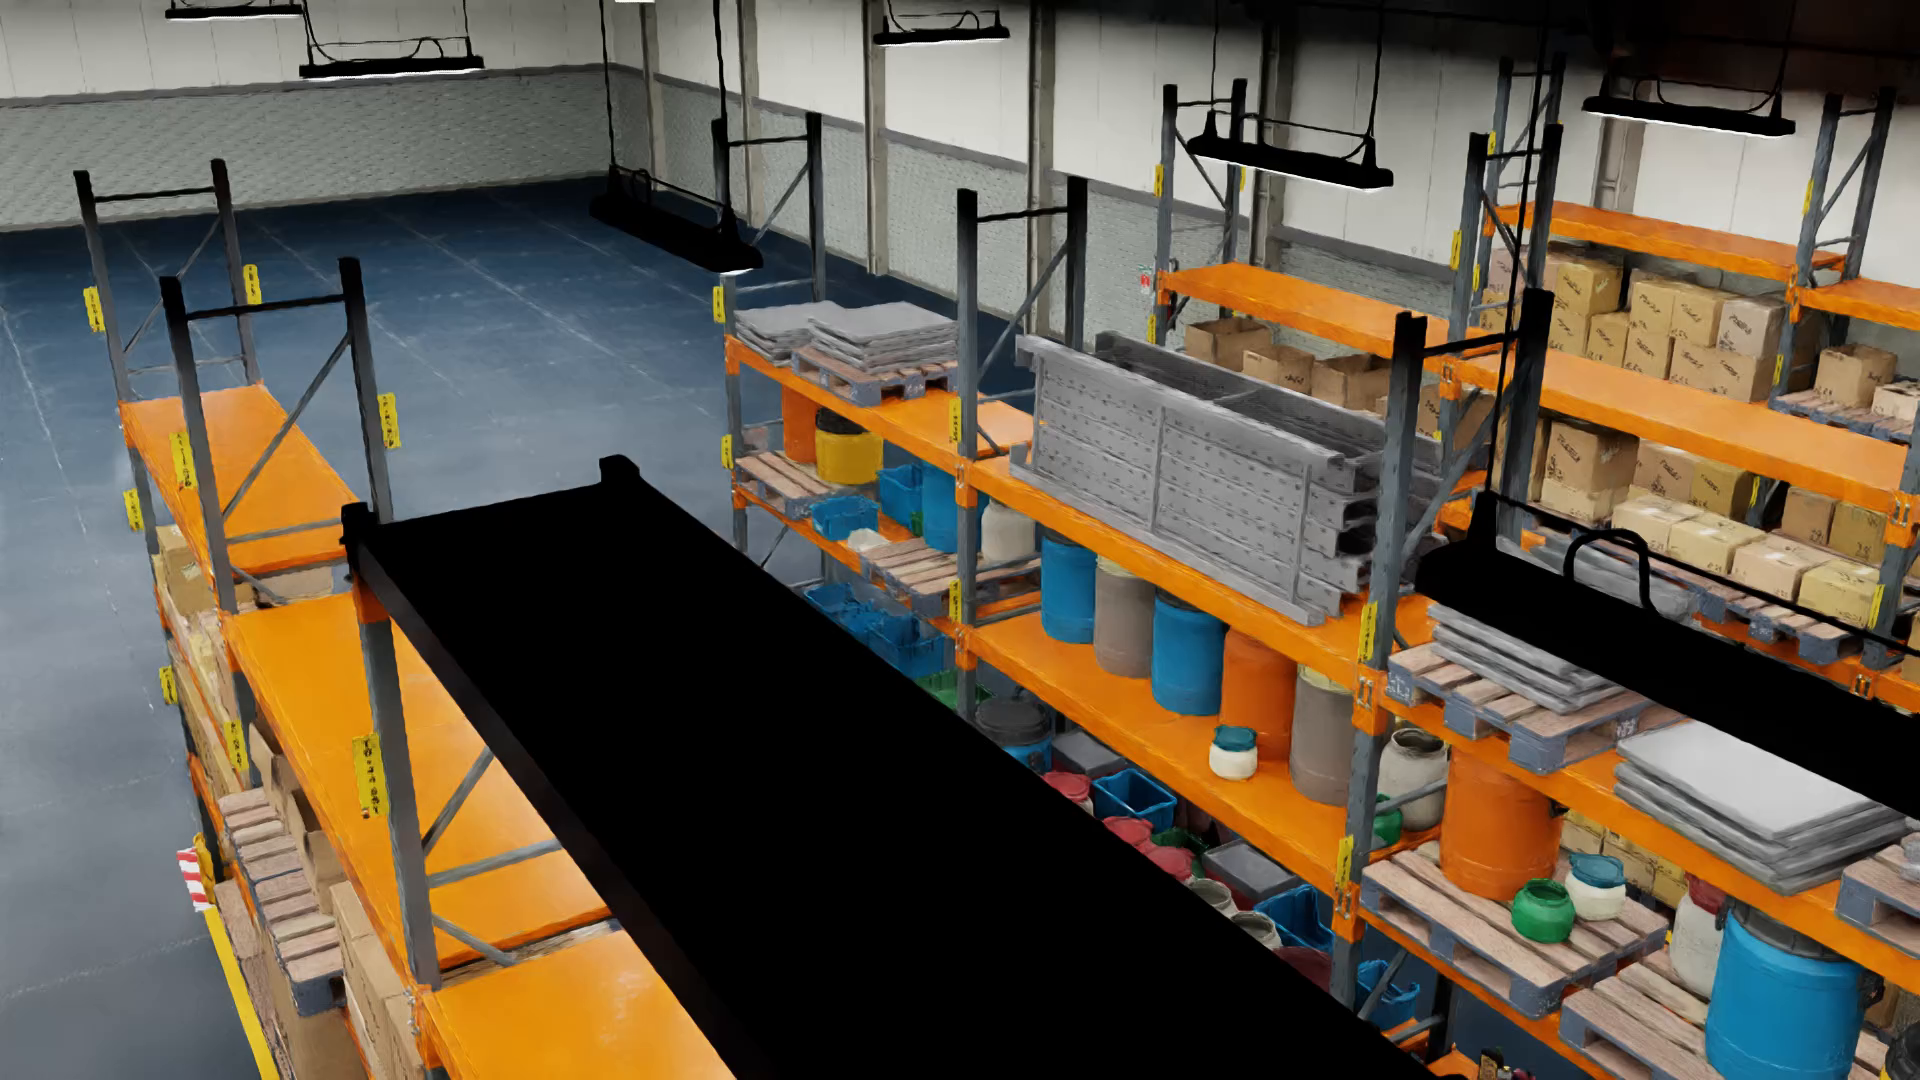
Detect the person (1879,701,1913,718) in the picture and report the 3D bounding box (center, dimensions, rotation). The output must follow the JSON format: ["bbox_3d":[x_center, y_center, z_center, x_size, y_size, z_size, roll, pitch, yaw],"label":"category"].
[{"bbox_3d":[8.555,1.620,15.012,0.554,1.724,1.029,-17,28,-37],"label":"person"}]

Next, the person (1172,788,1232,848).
[{"bbox_3d":[1.935,2.220,13.551,0.736,1.717,0.903,-11,24,-25],"label":"person"}]
